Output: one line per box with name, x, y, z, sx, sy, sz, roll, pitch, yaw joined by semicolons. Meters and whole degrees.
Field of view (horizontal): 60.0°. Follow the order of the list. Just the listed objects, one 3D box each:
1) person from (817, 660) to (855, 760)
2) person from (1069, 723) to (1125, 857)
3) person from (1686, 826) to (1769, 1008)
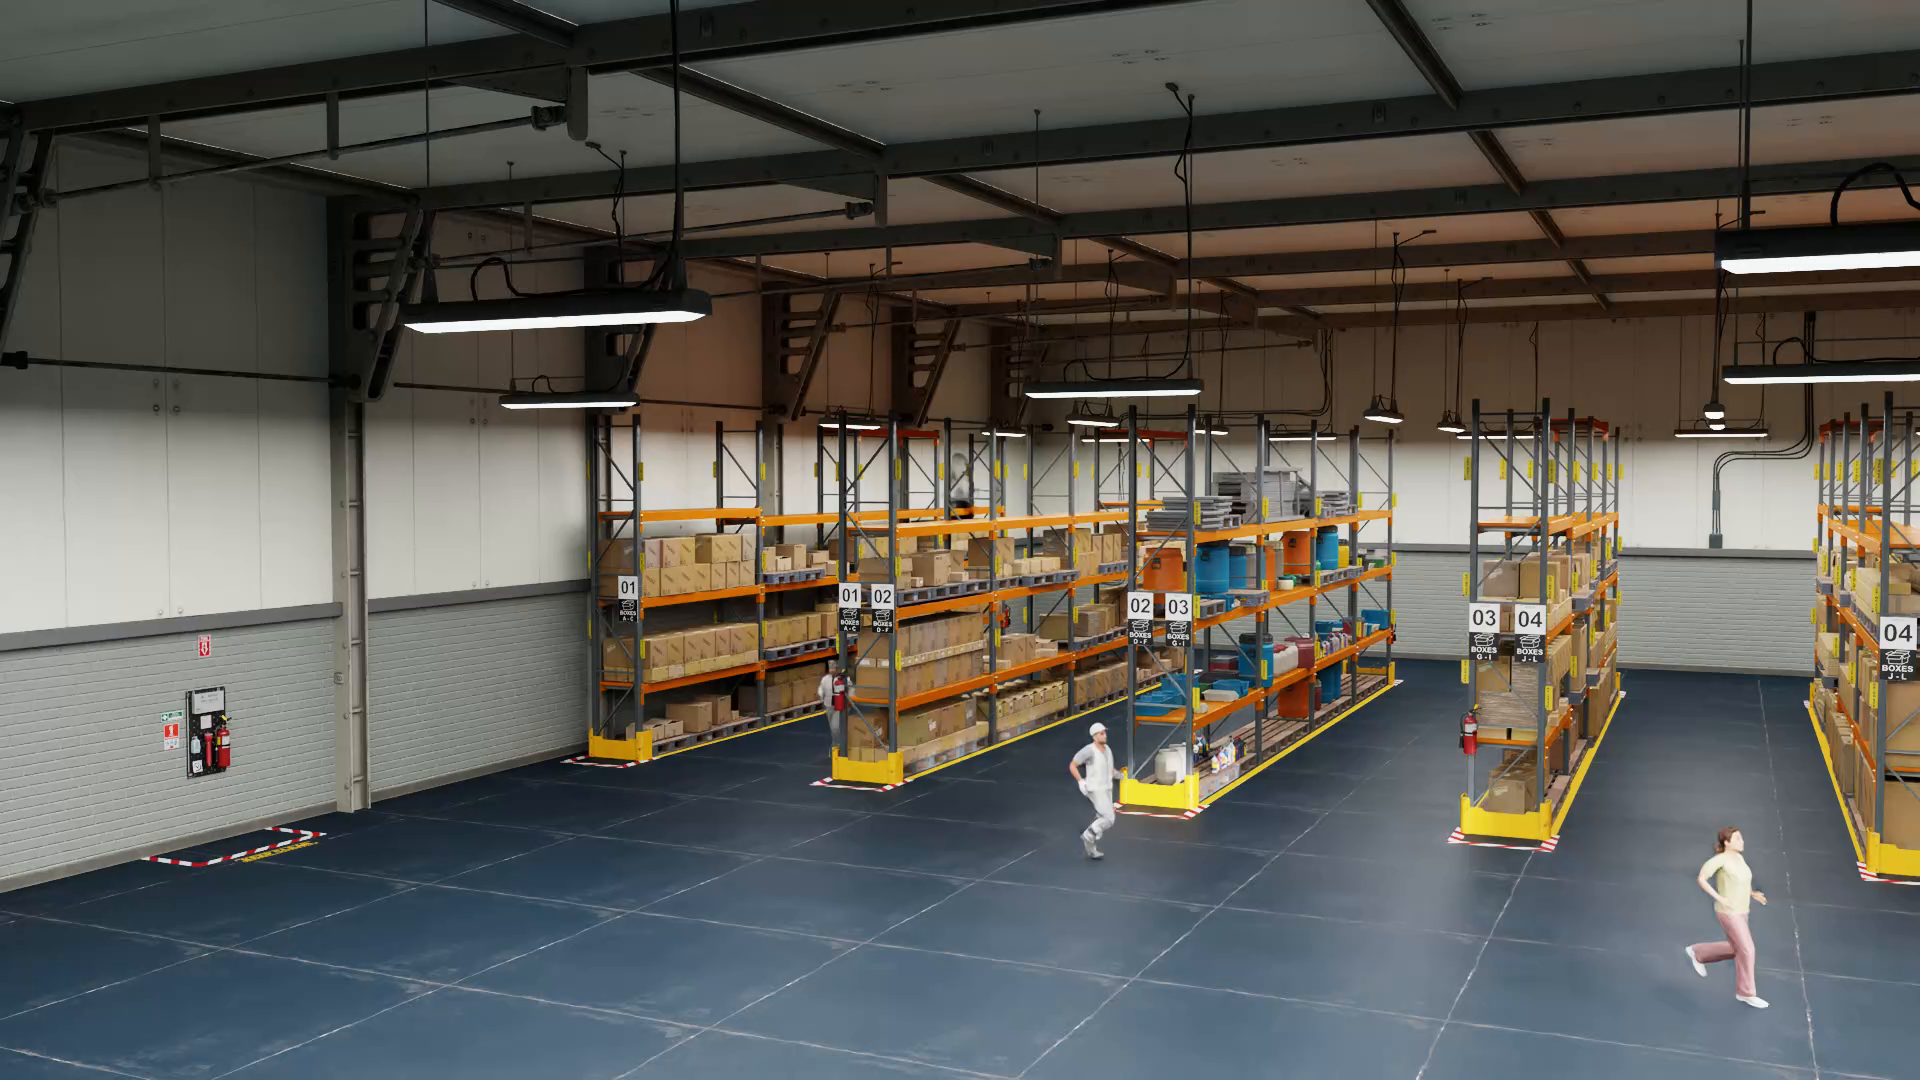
person;-2.208;2.965;29.220;0.594;1.752;0.750;1;3;23
person;1.832;3.231;21.406;0.615;1.743;0.643;2;3;41
person;7.297;3.537;15.772;0.579;1.660;0.757;-2;3;-39
